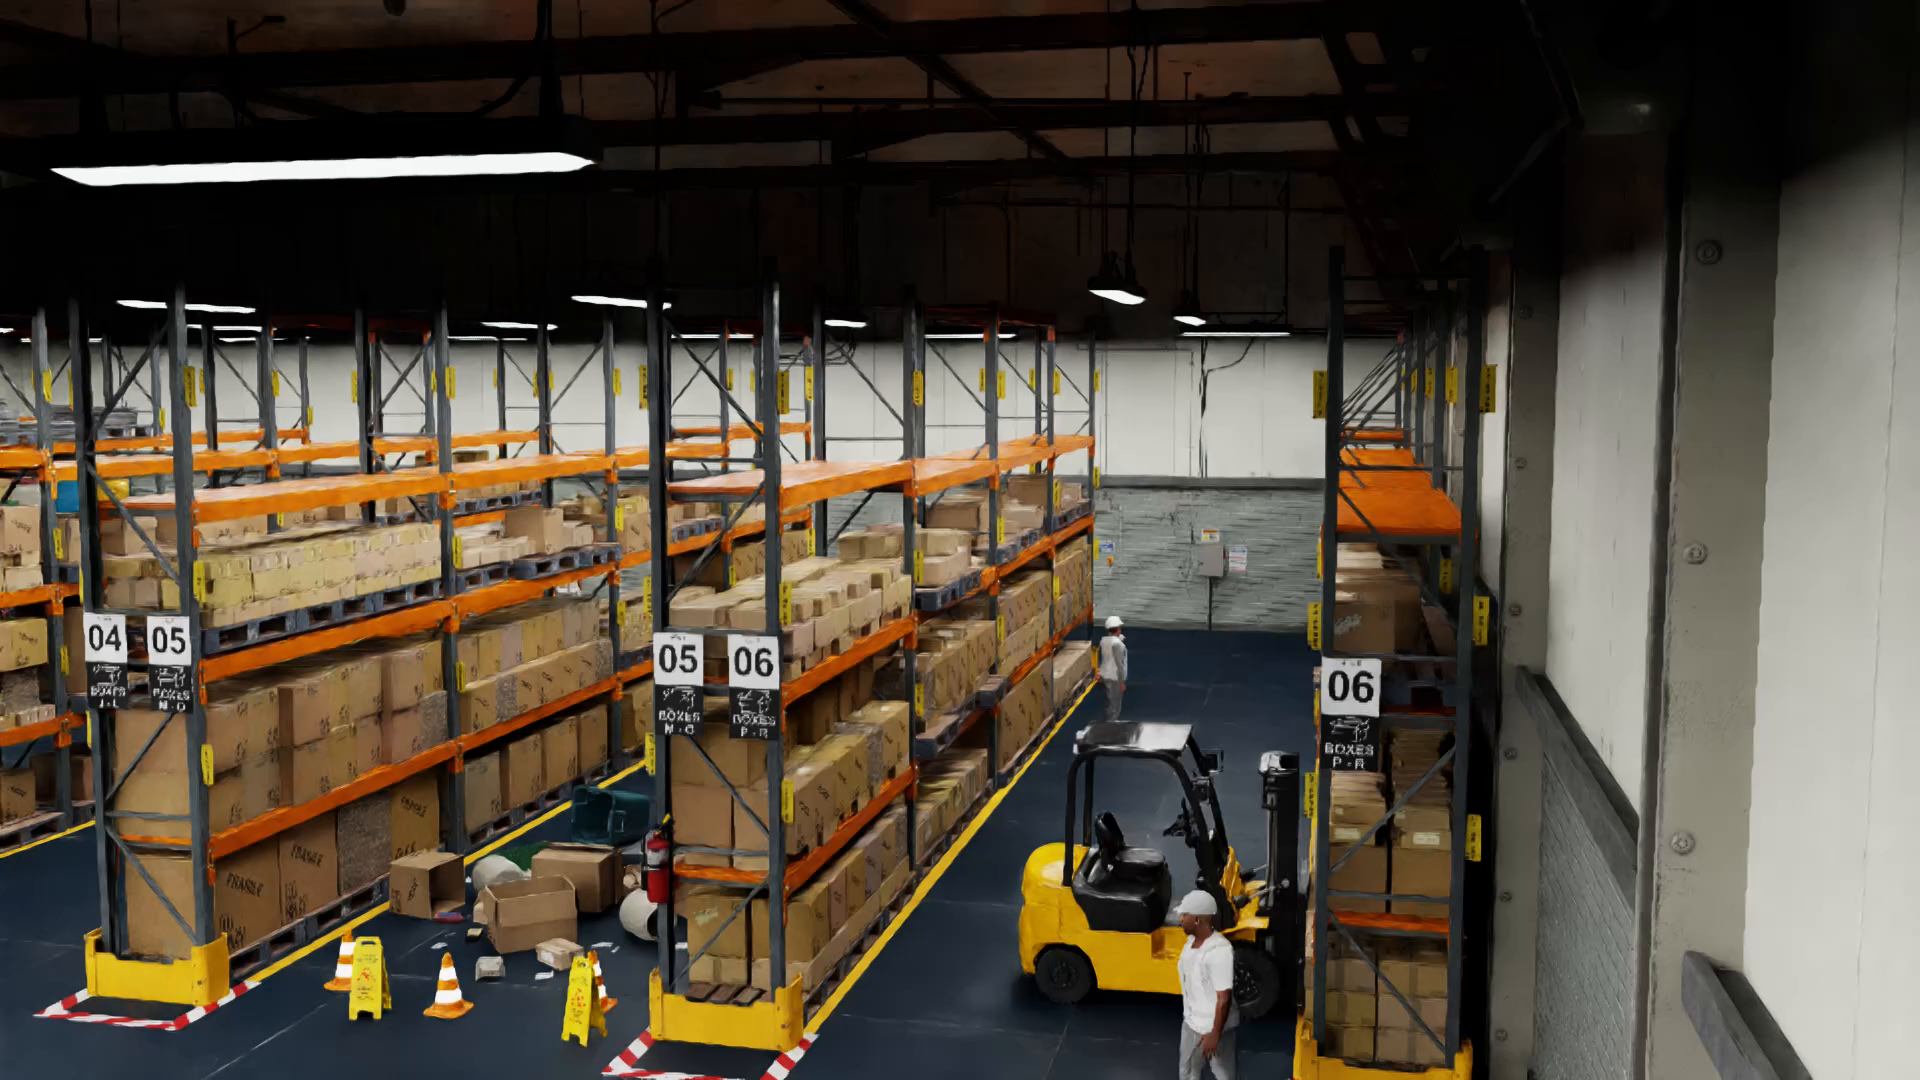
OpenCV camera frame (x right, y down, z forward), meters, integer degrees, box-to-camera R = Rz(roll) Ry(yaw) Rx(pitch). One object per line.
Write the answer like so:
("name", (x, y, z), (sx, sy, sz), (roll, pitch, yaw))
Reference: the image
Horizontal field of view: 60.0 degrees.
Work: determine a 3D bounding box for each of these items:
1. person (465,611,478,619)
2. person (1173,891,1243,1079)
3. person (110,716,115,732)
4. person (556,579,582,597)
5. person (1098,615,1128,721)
("person", (-7.420, 1.825, 25.451), (0.417, 1.517, 1.037), (2, 6, 15))
("person", (1.675, 3.190, 11.020), (0.614, 1.762, 0.594), (-2, 6, -19))
("person", (-11.434, 2.027, 22.133), (0.583, 1.786, 0.658), (4, 7, 36))
("person", (-7.683, 1.004, 32.485), (0.598, 1.771, 0.574), (-2, 6, -22))
("person", (2.177, 1.931, 23.140), (0.448, 1.780, 0.586), (-2, 6, -18))
